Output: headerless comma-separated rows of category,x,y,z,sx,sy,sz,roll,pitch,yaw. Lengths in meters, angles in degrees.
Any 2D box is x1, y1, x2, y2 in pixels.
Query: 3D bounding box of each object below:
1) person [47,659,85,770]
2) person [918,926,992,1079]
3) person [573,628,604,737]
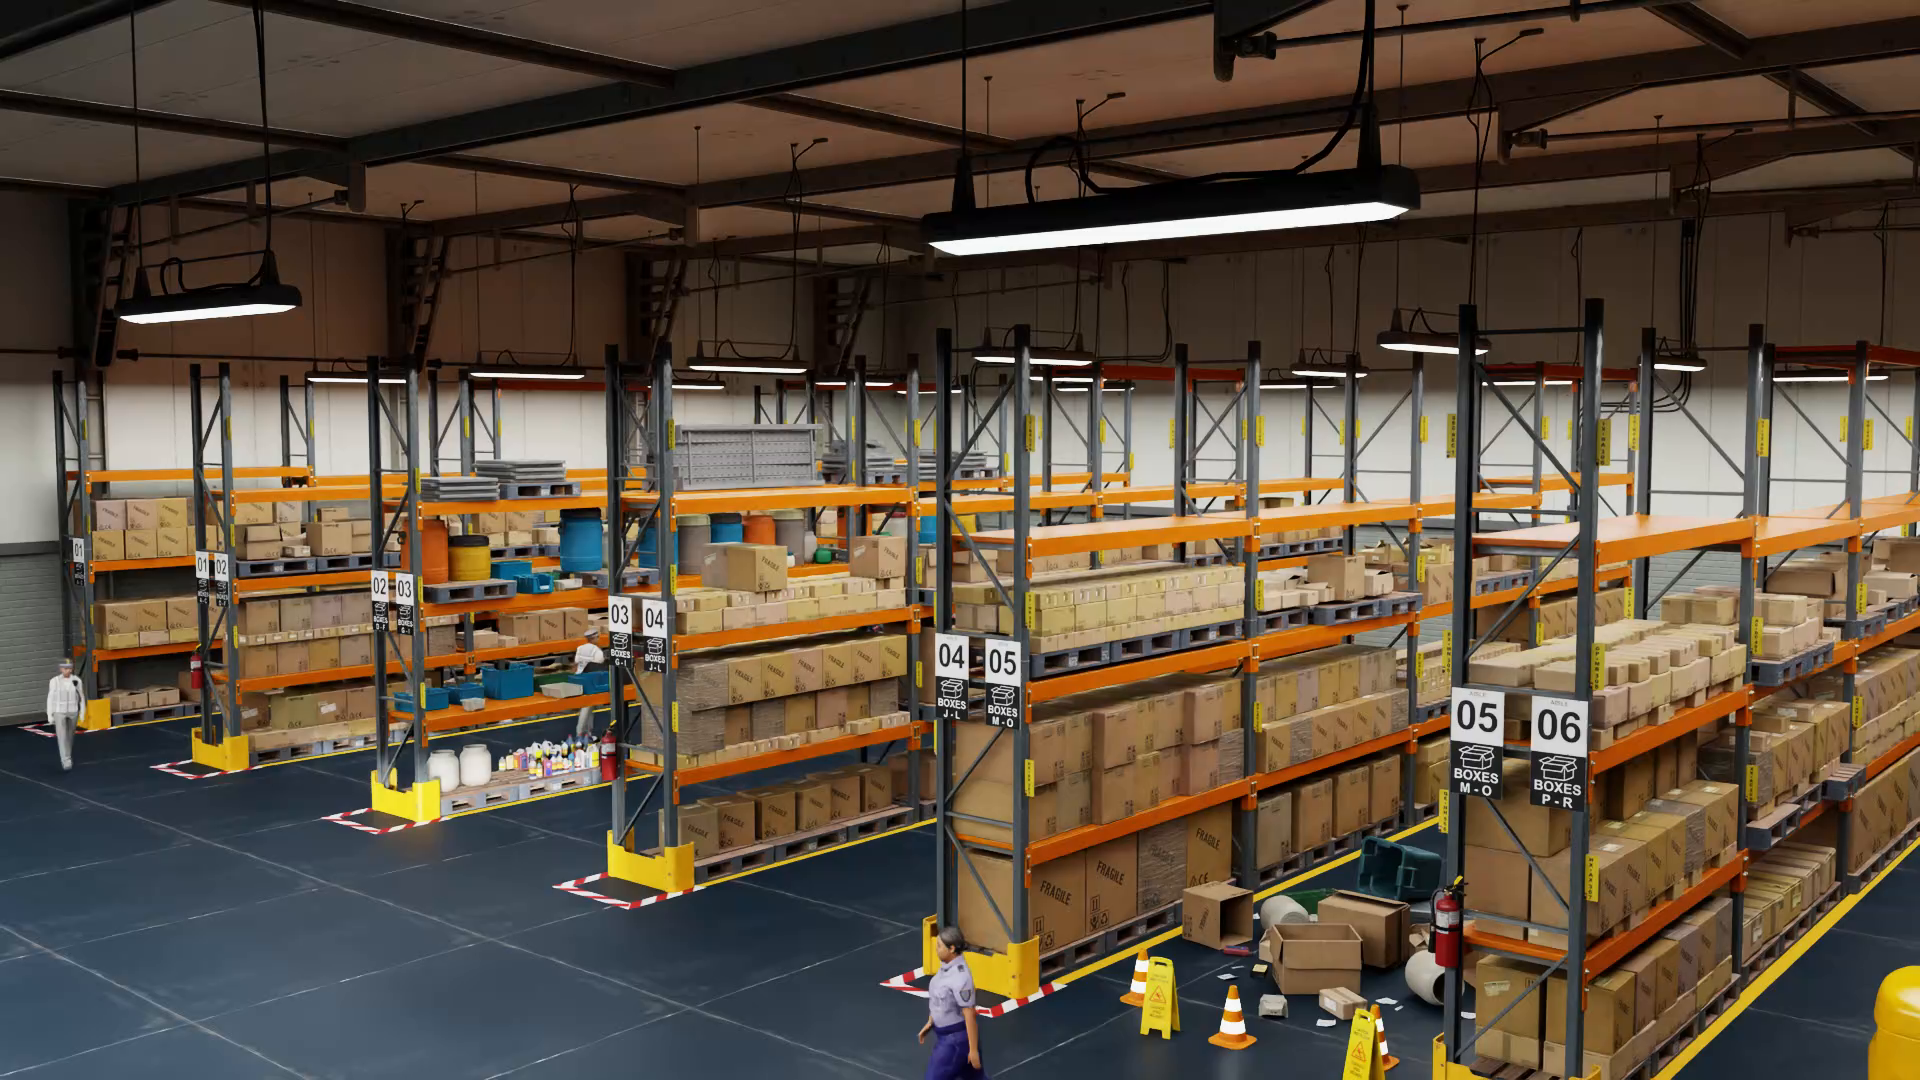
person,-13.214,2.572,24.627,0.502,1.642,0.892,-4,5,-40
person,-0.121,3.516,11.737,1.021,1.566,0.505,0,4,-4
person,-6.053,2.359,27.116,0.576,1.830,0.600,3,5,32
